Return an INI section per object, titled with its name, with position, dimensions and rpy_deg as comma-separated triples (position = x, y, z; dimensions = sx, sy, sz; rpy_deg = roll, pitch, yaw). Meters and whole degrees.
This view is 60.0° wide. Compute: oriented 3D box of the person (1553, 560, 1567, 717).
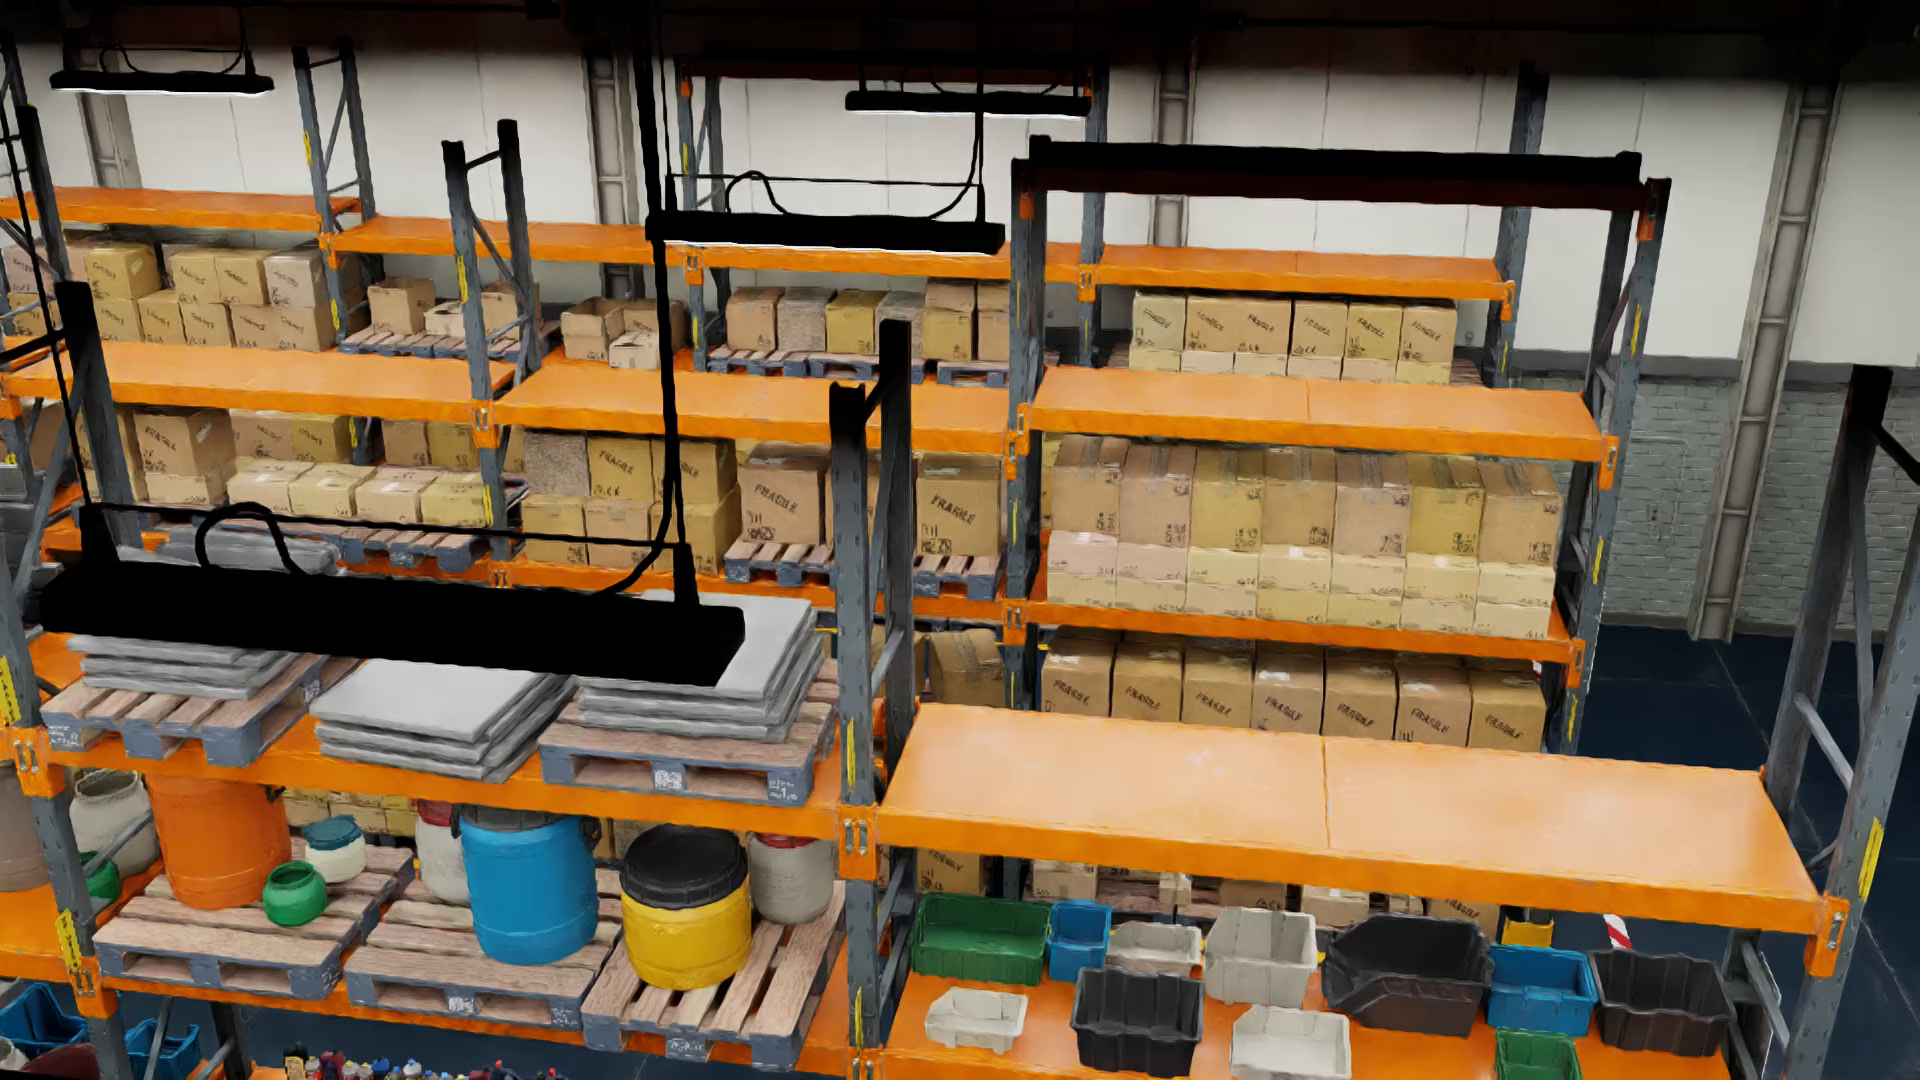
[person]
position = 5.836, 0.918, 16.106
dimensions = 0.720, 1.626, 0.572
rpy_deg = -6, 24, -13
